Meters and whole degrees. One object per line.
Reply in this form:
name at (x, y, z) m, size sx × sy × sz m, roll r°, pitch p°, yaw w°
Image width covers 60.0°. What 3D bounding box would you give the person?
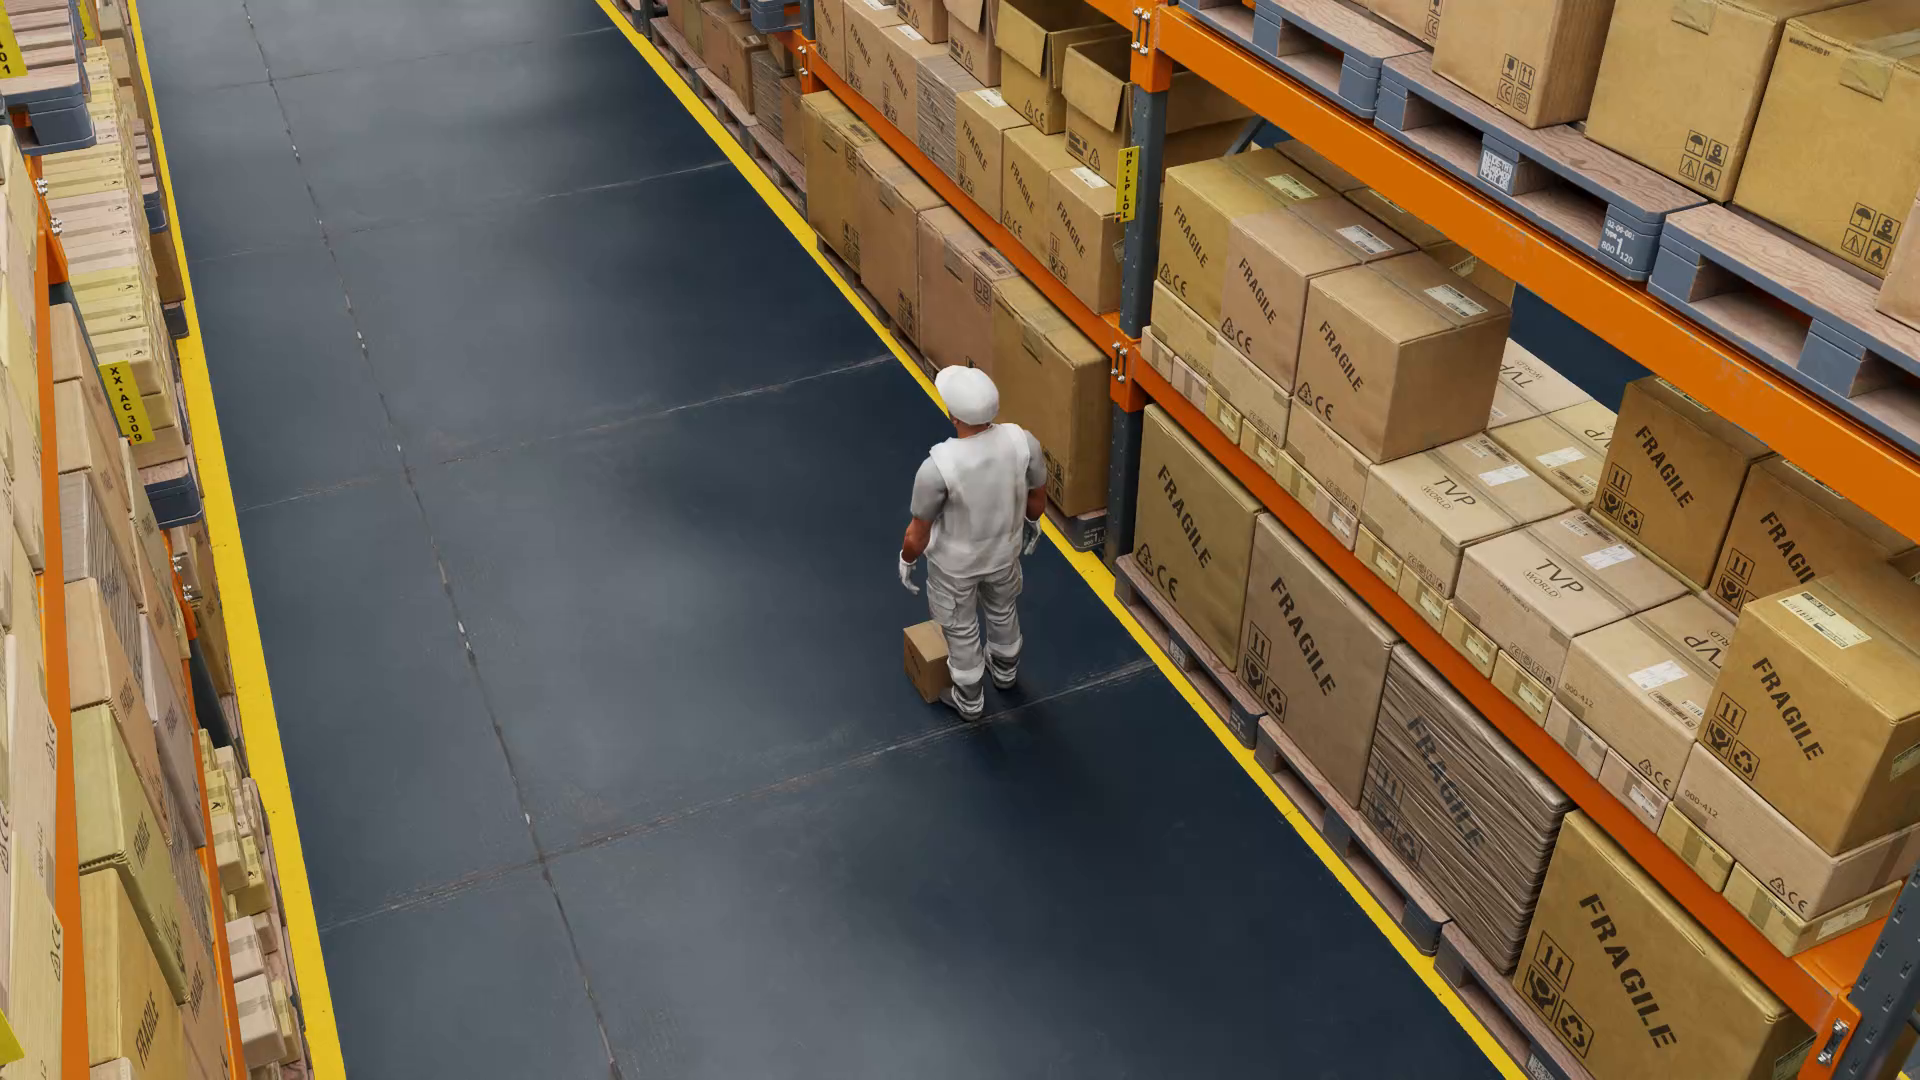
person at (0.025, 0.001, 6.819) m, size 0.638 × 1.790 × 0.561 m, roll -16°, pitch 40°, yaw -20°
